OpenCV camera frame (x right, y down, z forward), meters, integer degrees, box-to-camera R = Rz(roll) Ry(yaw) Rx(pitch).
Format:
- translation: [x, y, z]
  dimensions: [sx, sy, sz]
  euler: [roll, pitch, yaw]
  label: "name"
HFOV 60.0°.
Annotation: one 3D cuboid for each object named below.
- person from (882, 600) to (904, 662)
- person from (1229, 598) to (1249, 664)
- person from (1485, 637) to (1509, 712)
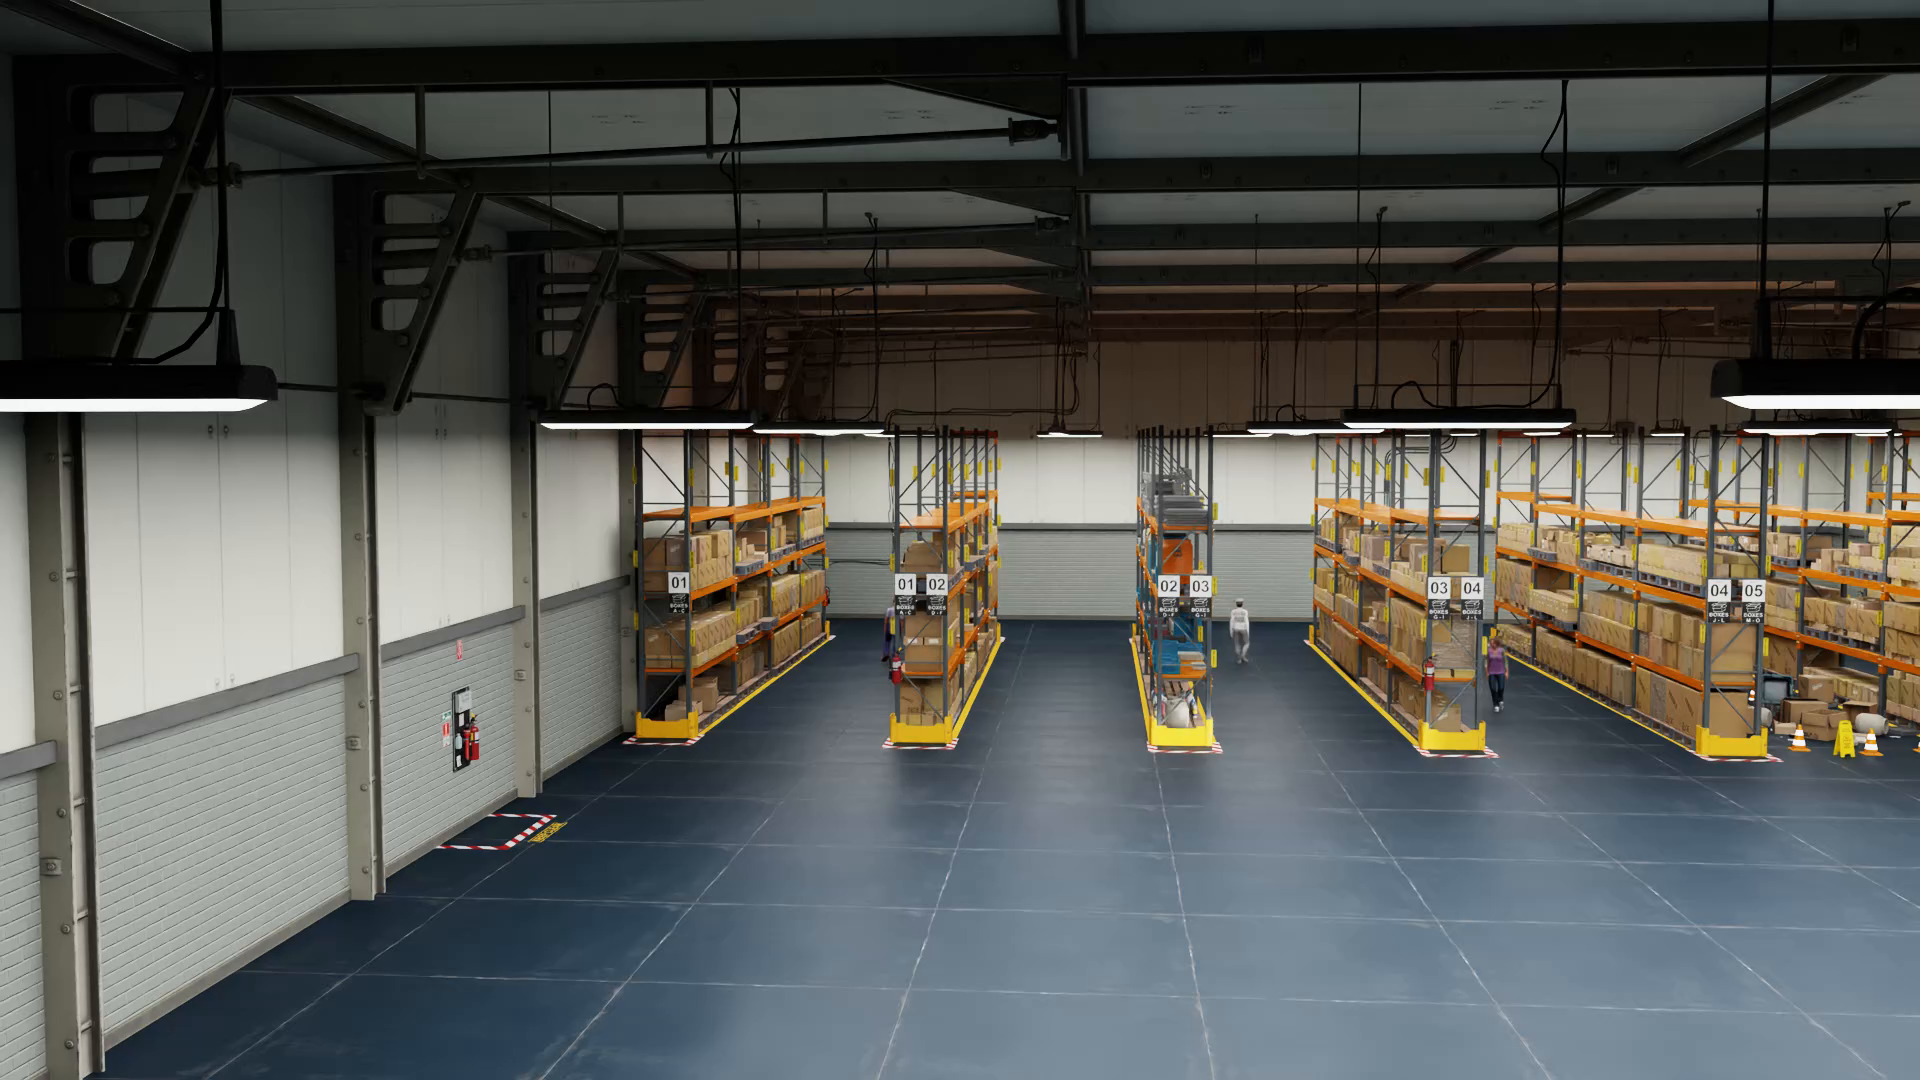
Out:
- translation: [-1.729, 2.345, 42.832]
  dimensions: [0.610, 1.700, 0.355]
  euler: [1, 4, 13]
  label: "person"
- translation: [7.157, 2.335, 42.547]
  dimensions: [0.522, 1.671, 0.464]
  euler: [1, 4, 14]
  label: "person"
- translation: [11.324, 2.827, 35.101]
  dimensions: [0.492, 1.592, 0.407]
  euler: [2, 4, 27]
  label: "person"
